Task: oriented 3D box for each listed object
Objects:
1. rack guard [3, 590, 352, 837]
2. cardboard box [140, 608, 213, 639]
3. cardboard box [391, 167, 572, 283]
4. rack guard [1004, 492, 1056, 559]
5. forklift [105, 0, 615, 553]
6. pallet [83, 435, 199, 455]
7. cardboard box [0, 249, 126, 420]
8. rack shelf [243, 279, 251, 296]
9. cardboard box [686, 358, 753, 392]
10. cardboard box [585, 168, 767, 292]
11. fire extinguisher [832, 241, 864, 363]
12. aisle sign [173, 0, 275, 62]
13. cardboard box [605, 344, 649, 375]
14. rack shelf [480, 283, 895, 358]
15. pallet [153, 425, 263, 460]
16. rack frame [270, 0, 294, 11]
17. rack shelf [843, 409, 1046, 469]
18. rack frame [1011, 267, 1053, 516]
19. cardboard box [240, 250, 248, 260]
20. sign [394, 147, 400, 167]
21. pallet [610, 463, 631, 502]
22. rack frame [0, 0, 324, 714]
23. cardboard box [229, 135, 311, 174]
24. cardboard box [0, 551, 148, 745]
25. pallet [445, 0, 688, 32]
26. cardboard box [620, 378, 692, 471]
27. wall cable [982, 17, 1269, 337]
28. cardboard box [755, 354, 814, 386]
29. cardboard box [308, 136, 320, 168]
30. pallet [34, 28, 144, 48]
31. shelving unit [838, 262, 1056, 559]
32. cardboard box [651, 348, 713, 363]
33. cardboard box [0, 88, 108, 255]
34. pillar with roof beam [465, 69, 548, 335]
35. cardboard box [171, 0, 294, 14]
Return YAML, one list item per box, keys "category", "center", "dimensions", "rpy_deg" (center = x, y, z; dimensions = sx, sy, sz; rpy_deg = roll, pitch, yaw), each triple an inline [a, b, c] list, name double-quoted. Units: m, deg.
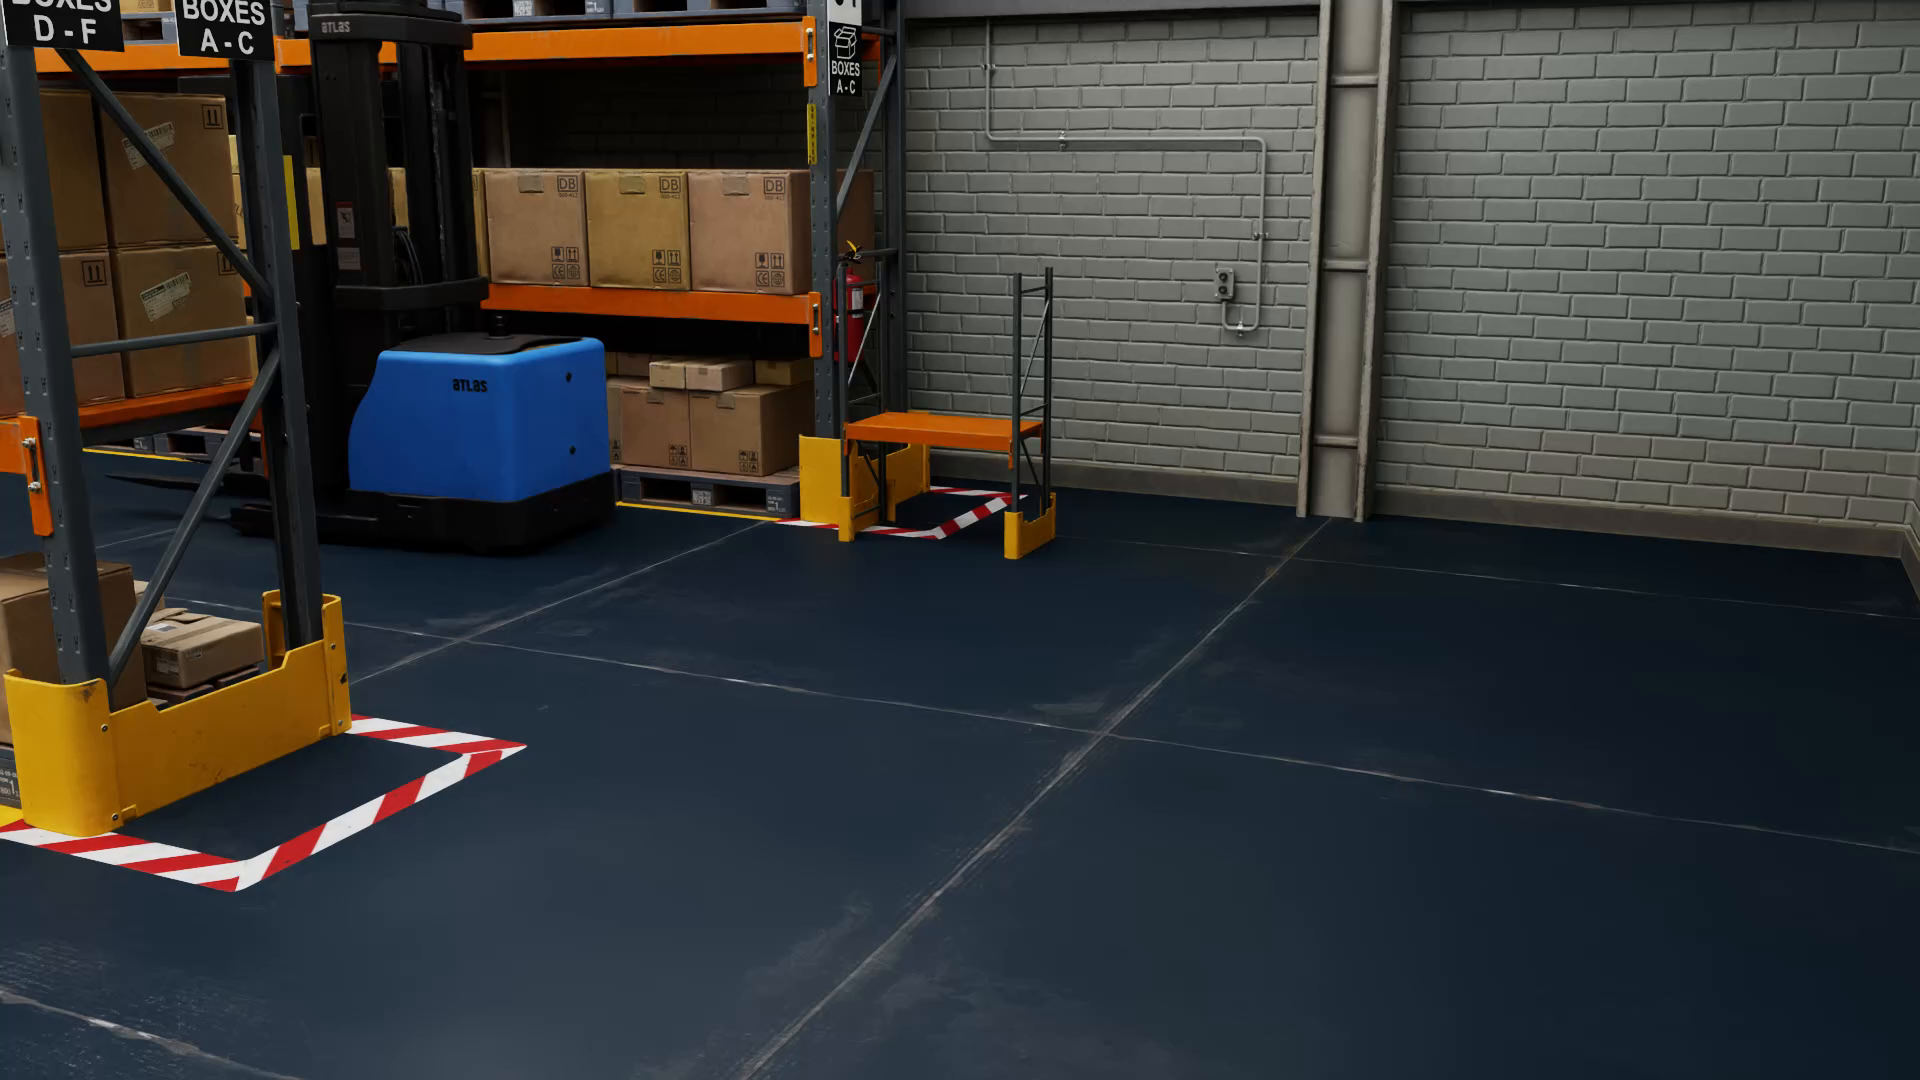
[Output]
- category: "rack guard"
  center: [-2.658, 0.563, 5.762]
  dimensions: [0.348, 0.500, 1.175]
  rpy_deg: [6, 14, 23]
- category: "cardboard box"
  center: [-3.061, 0.384, 6.289]
  dimensions: [0.250, 0.166, 0.380]
  rpy_deg: [6, 14, 23]
- category: "cardboard box"
  center: [-3.088, -2.076, 10.879]
  dimensions: [0.700, 0.700, 0.980]
  rpy_deg: [5, 14, 22]
- category: "rack guard"
  center: [0.386, -0.083, 9.060]
  dimensions: [0.087, 0.250, 0.587]
  rpy_deg: [6, 14, 23]
- category: "forklift"
  center: [-3.575, -1.548, 9.435]
  dimensions: [3.031, 2.935, 1.130]
  rpy_deg: [5, 14, 20]
- category: "pallet"
  center: [-6.098, -0.863, 12.470]
  dimensions: [1.213, 0.211, 1.003]
  rpy_deg: [6, 14, 23]
- category: "cardboard box"
  center: [-3.108, -0.680, 5.369]
  dimensions: [0.500, 0.500, 0.500]
  rpy_deg: [6, 15, 25]
- category: "rack shelf"
  center: [-6.071, -1.887, 12.305]
  dimensions: [4.000, 0.370, 1.077]
  rpy_deg: [6, 14, 23]
- category: "cardboard box"
  center: [-1.457, -1.003, 10.096]
  dimensions: [0.250, 0.149, 0.380]
  rpy_deg: [6, 14, 23]
- category: "cardboard box"
  center: [-1.726, -1.938, 10.292]
  dimensions: [0.700, 0.700, 0.980]
  rpy_deg: [6, 14, 23]
- category: "fire extinguisher"
  center: [-0.635, -1.353, 9.438]
  dimensions: [0.183, 0.674, 0.296]
  rpy_deg: [6, 14, 23]
- category: "aisle sign"
  center: [-2.407, -1.968, 5.384]
  dimensions: [0.004, 0.787, 0.394]
  rpy_deg: [6, 14, 23]
- category: "cardboard box"
  center: [-2.231, -1.176, 10.835]
  dimensions: [0.250, 0.149, 0.380]
  rpy_deg: [6, 14, 24]
- category: "rack shelf"
  center: [-2.414, -1.517, 10.728]
  dimensions: [4.000, 0.370, 1.077]
  rpy_deg: [6, 14, 23]
- category: "pallet"
  center: [-4.979, -0.750, 11.990]
  dimensions: [1.213, 0.211, 1.003]
  rpy_deg: [6, 14, 23]
- category: "rack frame"
  center: [-4.243, -4.973, 10.749]
  dimensions: [0.127, 3.000, 1.000]
  rpy_deg: [6, 14, 23]
- category: "rack shelf"
  center: [-0.078, -0.563, 9.158]
  dimensions: [1.000, 0.185, 0.538]
  rpy_deg: [6, 14, 23]
- category: "rack frame"
  center: [0.387, -0.691, 8.917]
  dimensions: [0.032, 1.500, 0.500]
  rpy_deg: [6, 14, 23]
- category: "cardboard box"
  center: [-4.667, -1.912, 11.342]
  dimensions: [0.250, 0.149, 0.380]
  rpy_deg: [6, 14, 24]
- category: "sign"
  center: [-4.019, -2.628, 11.821]
  dimensions: [0.005, 0.325, 0.100]
  rpy_deg: [6, 14, 23]
- category: "pallet"
  center: [-2.460, -0.495, 10.904]
  dimensions: [1.213, 0.211, 1.003]
  rpy_deg: [6, 14, 23]
- category: "rack frame"
  center: [-2.589, -0.647, 5.446]
  dimensions: [0.127, 3.000, 1.000]
  rpy_deg: [6, 14, 23]
- category: "cardboard box"
  center: [-4.773, -2.610, 11.258]
  dimensions: [0.500, 0.250, 0.500]
  rpy_deg: [6, 15, 25]
- category: "cardboard box"
  center: [-3.186, 0.357, 5.677]
  dimensions: [0.500, 0.500, 0.500]
  rpy_deg: [6, 14, 23]
- category: "pallet"
  center: [-2.388, -3.278, 10.288]
  dimensions: [1.213, 0.211, 1.003]
  rpy_deg: [6, 14, 23]
- category: "cardboard box"
  center: [-1.724, -0.760, 10.479]
  dimensions: [0.500, 0.500, 0.700]
  rpy_deg: [6, 14, 23]
- category: "wall cable"
  center: [0.968, -2.256, 10.078]
  dimensions: [1.851, 1.984, 0.084]
  rpy_deg: [6, 14, 23]
- category: "cardboard box"
  center: [-1.071, -1.059, 10.336]
  dimensions: [0.250, 0.149, 0.380]
  rpy_deg: [6, 14, 24]
- category: "cardboard box"
  center: [-4.558, -2.718, 11.715]
  dimensions: [0.500, 0.250, 0.500]
  rpy_deg: [6, 15, 25]
- category: "pallet"
  center: [-6.266, -3.639, 12.046]
  dimensions: [1.213, 0.211, 1.003]
  rpy_deg: [7, 15, 26]
- category: "shelving unit"
  center: [-0.070, -0.737, 9.114]
  dimensions: [1.083, 1.500, 0.587]
  rpy_deg: [6, 14, 23]
- category: "cardboard box"
  center: [-1.763, -1.129, 10.635]
  dimensions: [0.250, 0.149, 0.380]
  rpy_deg: [6, 14, 24]
- category: "cardboard box"
  center: [-3.107, -1.166, 5.251]
  dimensions: [0.500, 0.500, 0.500]
  rpy_deg: [6, 14, 23]
- category: "pillar with roof beam"
  center: [-4.996, -4.190, 7.411]
  dimensions: [0.400, 9.000, 9.100]
  rpy_deg: [6, 14, 23]
- category: "cardboard box"
  center: [-5.003, -3.880, 11.475]
  dimensions: [0.500, 0.500, 0.700]
  rpy_deg: [5, 14, 20]
